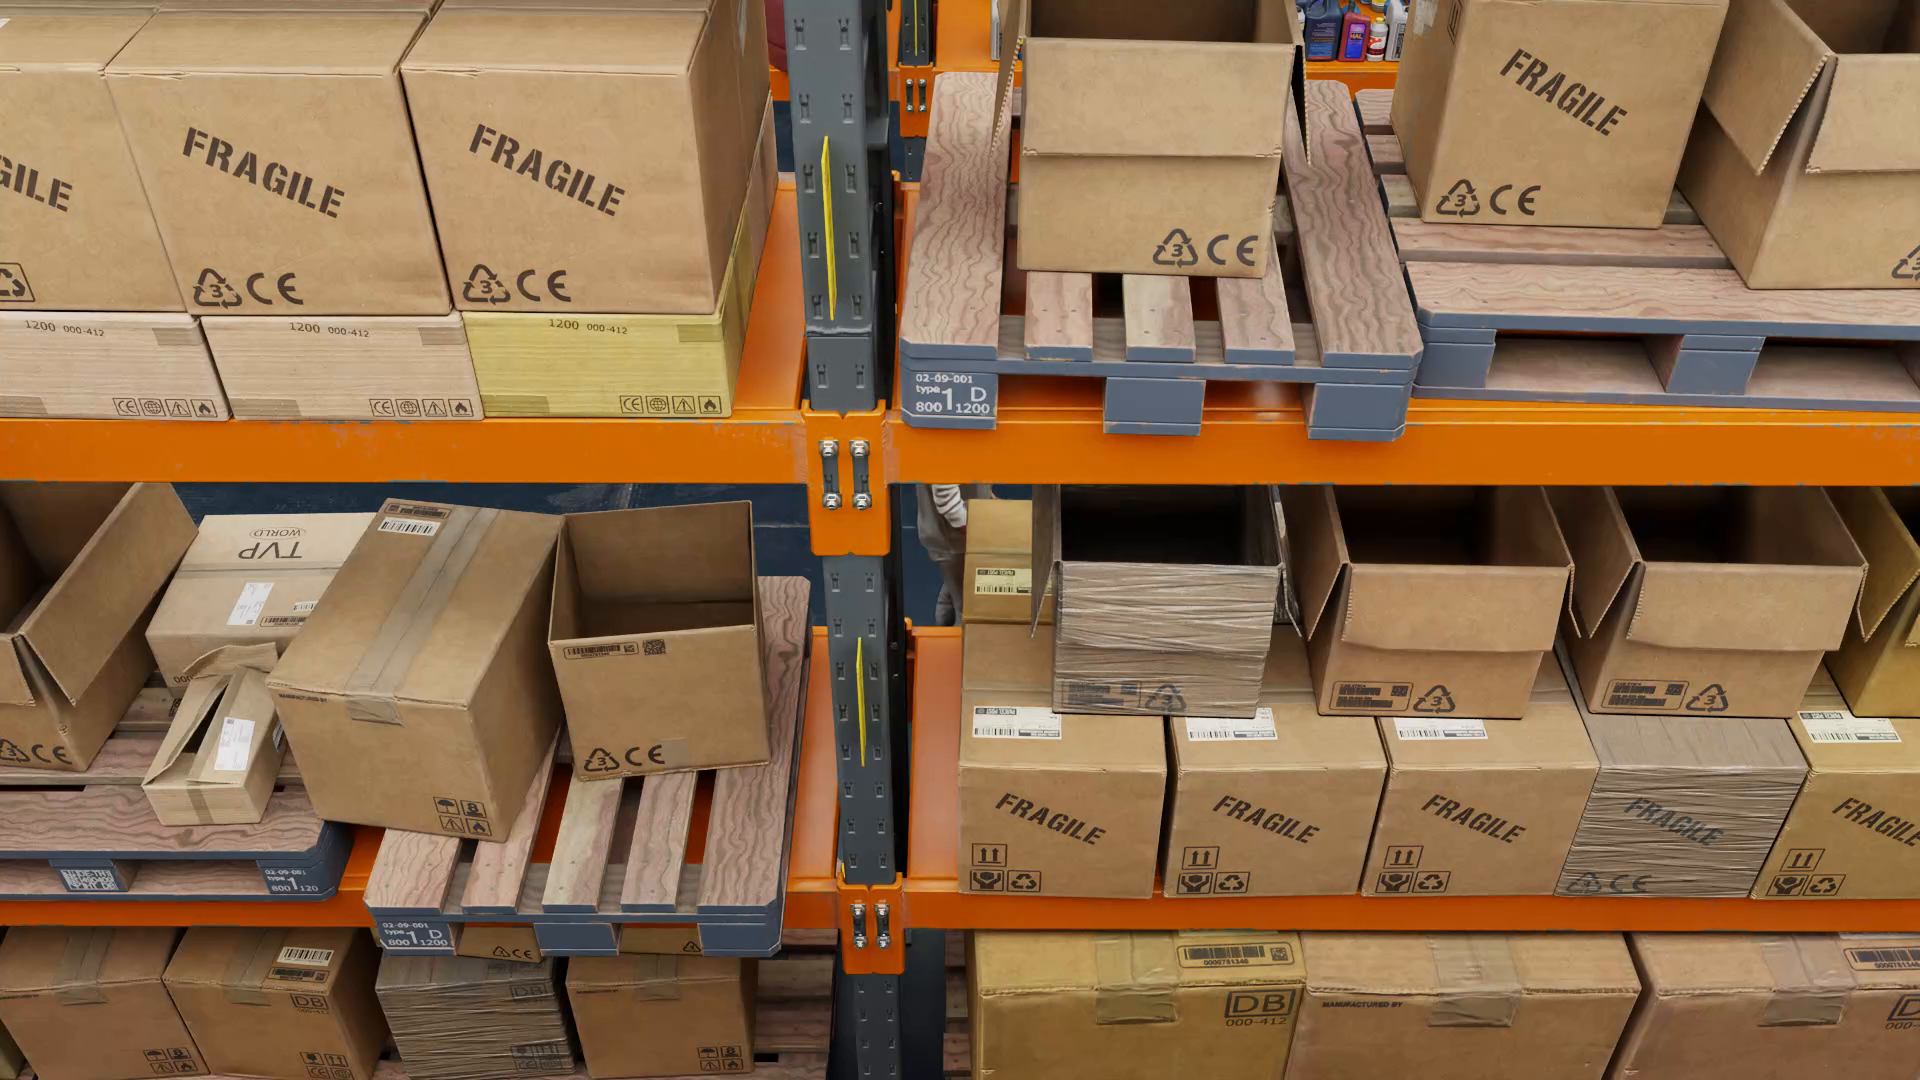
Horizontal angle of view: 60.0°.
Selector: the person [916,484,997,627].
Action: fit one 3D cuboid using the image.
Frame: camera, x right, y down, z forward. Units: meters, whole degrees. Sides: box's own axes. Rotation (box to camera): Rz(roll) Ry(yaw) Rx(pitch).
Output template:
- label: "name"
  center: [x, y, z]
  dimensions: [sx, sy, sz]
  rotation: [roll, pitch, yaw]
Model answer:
- label: "person"
  center: [0.058, -0.036, 6.194]
  dimensions: [0.473, 1.597, 0.501]
  rotation: [0, 40, 0]
